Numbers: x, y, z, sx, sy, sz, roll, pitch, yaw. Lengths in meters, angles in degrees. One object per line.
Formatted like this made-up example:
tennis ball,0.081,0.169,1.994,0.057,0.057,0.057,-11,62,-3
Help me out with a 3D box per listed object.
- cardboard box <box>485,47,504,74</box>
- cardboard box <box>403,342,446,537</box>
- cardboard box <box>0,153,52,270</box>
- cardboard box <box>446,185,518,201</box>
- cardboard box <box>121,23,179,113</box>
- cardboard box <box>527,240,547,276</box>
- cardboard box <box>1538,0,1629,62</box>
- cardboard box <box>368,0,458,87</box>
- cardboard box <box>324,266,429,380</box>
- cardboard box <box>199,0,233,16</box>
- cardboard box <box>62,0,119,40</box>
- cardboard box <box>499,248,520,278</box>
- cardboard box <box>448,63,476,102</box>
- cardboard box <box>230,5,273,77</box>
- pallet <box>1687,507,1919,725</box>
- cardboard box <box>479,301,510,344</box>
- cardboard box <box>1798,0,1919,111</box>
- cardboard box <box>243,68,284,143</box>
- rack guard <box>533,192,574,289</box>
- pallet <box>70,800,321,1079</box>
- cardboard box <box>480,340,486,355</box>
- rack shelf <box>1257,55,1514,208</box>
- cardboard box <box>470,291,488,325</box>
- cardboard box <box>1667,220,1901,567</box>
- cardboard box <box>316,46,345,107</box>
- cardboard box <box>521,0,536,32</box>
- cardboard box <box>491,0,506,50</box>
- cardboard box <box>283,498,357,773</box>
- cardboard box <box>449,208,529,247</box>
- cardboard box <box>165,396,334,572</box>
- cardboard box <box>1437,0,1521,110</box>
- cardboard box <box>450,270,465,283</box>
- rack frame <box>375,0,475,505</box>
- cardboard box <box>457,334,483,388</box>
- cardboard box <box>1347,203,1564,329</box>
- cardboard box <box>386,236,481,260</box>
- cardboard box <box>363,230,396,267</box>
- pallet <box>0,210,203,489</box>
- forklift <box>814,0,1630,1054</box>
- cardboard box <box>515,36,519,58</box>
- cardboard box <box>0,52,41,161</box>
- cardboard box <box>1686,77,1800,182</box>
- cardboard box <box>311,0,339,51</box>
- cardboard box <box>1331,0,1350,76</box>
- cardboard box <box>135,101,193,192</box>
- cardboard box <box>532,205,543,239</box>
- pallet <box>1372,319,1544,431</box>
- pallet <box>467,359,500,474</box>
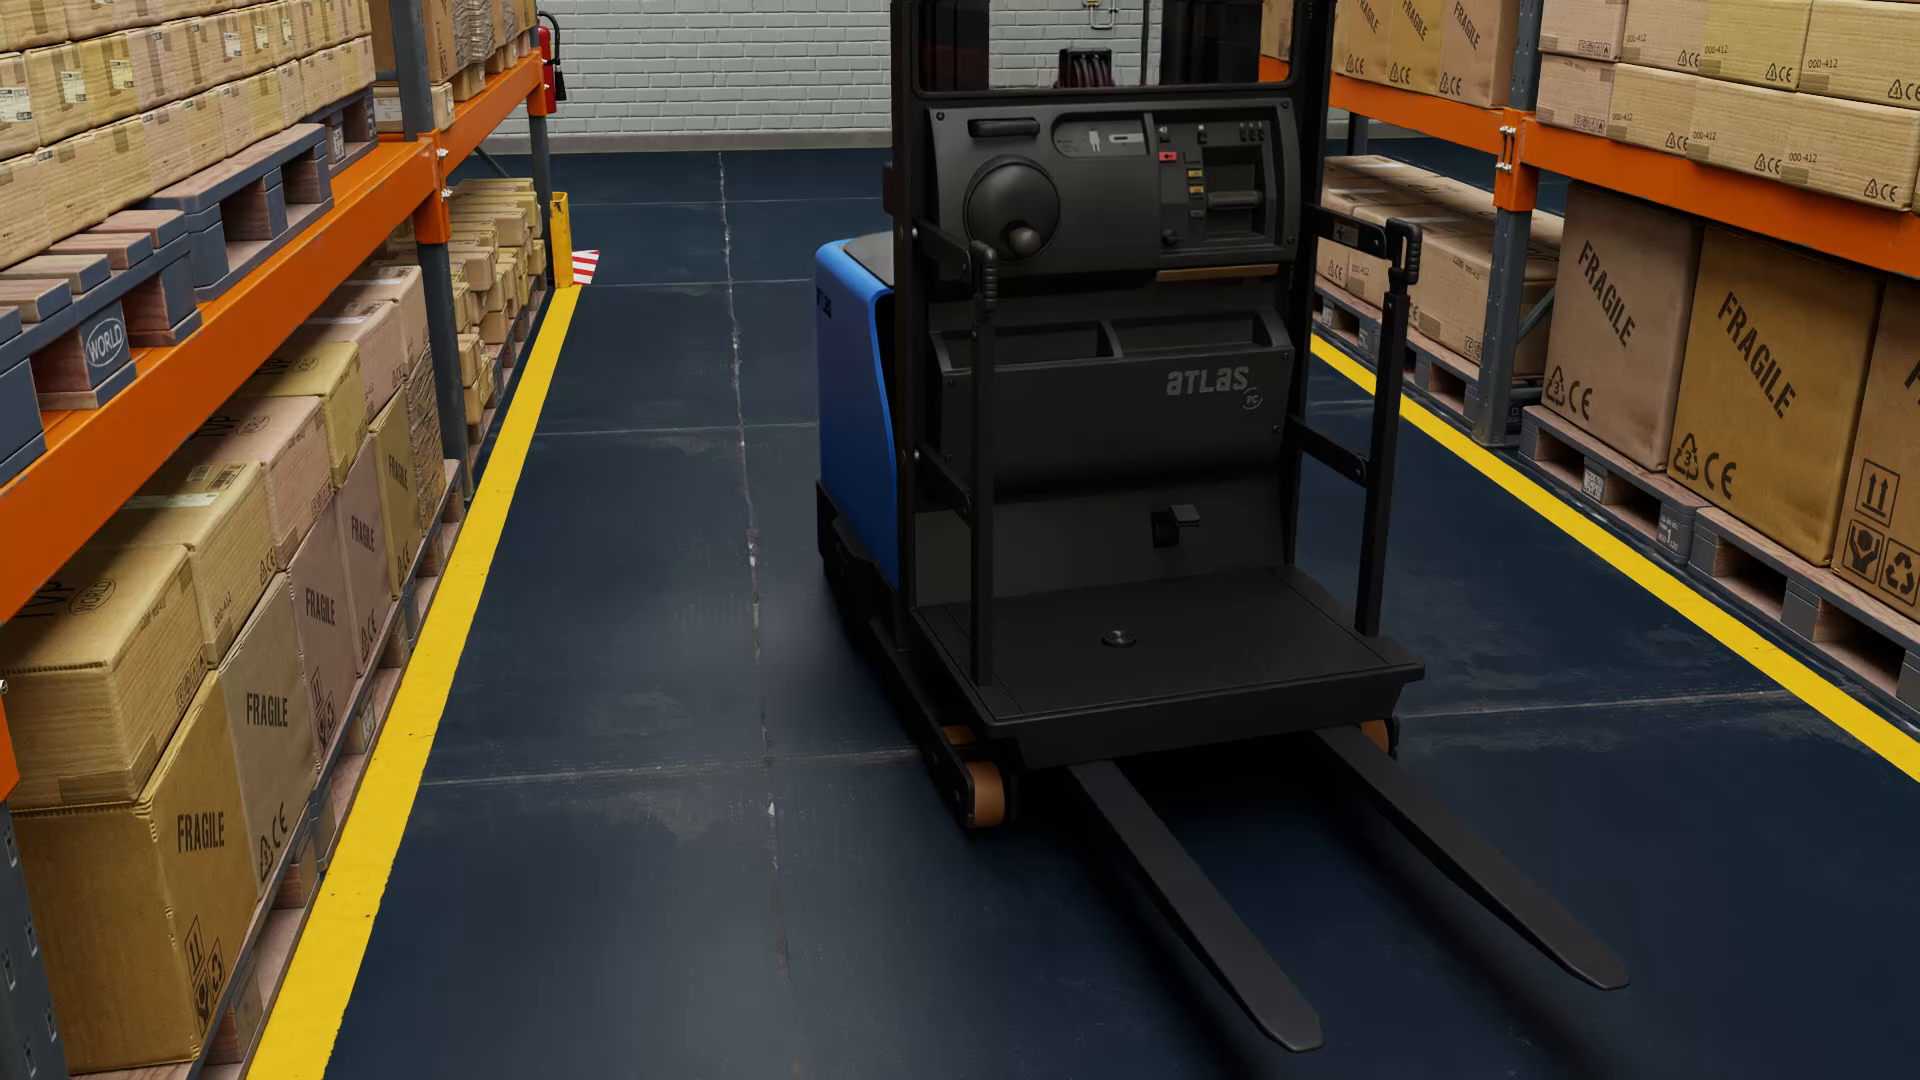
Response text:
cardboard box,-2.421,-2.347,8.071,0.380,0.149,0.250,-4,21,-10
cardboard box,-1.933,-0.314,5.242,0.500,0.500,0.500,-3,21,-9
cardboard box,-1.616,-0.484,2.484,0.380,0.149,0.250,-2,21,-5
cardboard box,-2.560,-1.796,8.863,0.380,0.149,0.250,-3,21,-7
cardboard box,-1.738,-0.903,3.179,0.380,0.149,0.250,-3,21,-8
cardboard box,-2.446,-1.522,8.980,0.380,0.149,0.250,-2,21,-6
cardboard box,2.379,-1.814,5.786,0.500,0.250,0.500,-4,21,-9
cardboard box,-2.111,-1.902,5.954,0.500,0.500,0.500,-3,21,-9
cardboard box,-1.932,-0.664,5.107,0.500,0.250,0.500,-3,21,-9
cardboard box,-1.811,-1.216,3.594,0.380,0.149,0.250,-3,21,-9
cardboard box,-1.698,-0.944,2.866,0.380,0.149,0.250,-4,21,-10
cardboard box,-2.325,-1.301,7.961,0.380,0.149,0.250,-2,21,-5
cardboard box,-2.213,-1.889,6.846,0.380,0.149,0.250,-3,21,-7
cardboard box,-1.843,-1.166,3.885,0.380,0.149,0.250,-3,21,-8
pallet,2.959,0.176,4.942,1.003,0.211,1.213,-3,21,-8
cardboard box,-2.251,-0.983,7.534,0.380,0.149,0.250,-3,21,-9
cardboard box,2.603,-1.284,4.366,0.500,0.250,0.500,-4,21,-9
cardboard box,-1.845,-1.033,3.953,0.380,0.149,0.250,-2,21,-5
rack guard,-2.855,-1.720,9.606,1.175,0.500,0.348,-3,21,-8
pallet,-1.824,0.889,3.035,1.003,0.211,1.213,-3,21,-8
cardboard box,-2.150,-0.711,6.807,0.380,0.149,0.250,-3,21,-8
rack shelf,2.306,-2.172,8.273,1.077,0.370,4.000,-3,21,-8
cardboard box,-2.274,-1.030,7.235,0.380,0.149,0.250,-2,21,-5
cardboard box,2.901,-0.495,5.191,0.875,0.875,0.875,-2,21,-6
cardboard box,-1.964,-1.307,4.688,0.380,0.149,0.250,-3,21,-8
cardboard box,-2.547,-2.960,8.787,0.500,0.500,0.500,-2,21,-7
cardboard box,-2.333,-2.434,7.377,0.500,0.500,0.500,-2,21,-5
cardboard box,-1.717,0.218,3.817,0.500,0.500,0.500,-3,21,-9
cardboard box,-2.328,-1.530,8.150,0.380,0.149,0.250,-2,21,-6
cardboard box,-1.704,-0.123,3.658,0.500,0.250,0.500,-3,21,-7
cardboard box,2.275,-2.011,6.671,0.500,0.500,0.500,-3,21,-7
cardboard box,-2.200,-0.985,6.690,0.380,0.149,0.250,-3,21,-9
rack frame,-2.289,-1.532,5.531,1.000,3.000,0.127,-3,21,-8
cardboard box,-2.025,-0.674,6.283,0.380,0.149,0.250,-2,21,-5
cardboard box,2.480,-1.346,8.094,0.875,0.438,0.875,-4,21,-9
cardboard box,-2.337,-1.257,7.417,0.380,0.149,0.250,-4,21,-10
cardboard box,-2.786,-1.321,7.591,0.380,0.149,0.250,-3,21,-8
pallet,-1.921,-0.299,2.502,1.213,0.211,1.003,-3,21,-8
forklift,0.446,-0.848,3.798,1.130,2.935,3.031,-6,21,-15
cardboard box,-2.541,-2.613,8.783,0.380,0.149,0.250,-3,21,-8
cardboard box,-1.625,-0.637,2.467,0.380,0.149,0.250,-2,21,-5
cardboard box,2.531,-1.223,4.919,0.500,0.250,0.500,-3,21,-8
cardboard box,-1.965,-1.445,4.632,0.380,0.149,0.250,-2,21,-5
cardboard box,2.048,-2.544,8.098,0.500,0.500,0.500,-2,21,-6
cardboard box,-1.737,-0.763,3.230,0.380,0.149,0.250,-2,21,-6
cardboard box,-2.508,-1.749,9.161,0.380,0.149,0.250,-3,21,-9
pallet,2.562,-0.778,7.496,1.003,0.211,1.213,-3,21,-8
pallet,-2.421,-0.456,6.636,1.003,0.211,1.213,-3,21,-8
